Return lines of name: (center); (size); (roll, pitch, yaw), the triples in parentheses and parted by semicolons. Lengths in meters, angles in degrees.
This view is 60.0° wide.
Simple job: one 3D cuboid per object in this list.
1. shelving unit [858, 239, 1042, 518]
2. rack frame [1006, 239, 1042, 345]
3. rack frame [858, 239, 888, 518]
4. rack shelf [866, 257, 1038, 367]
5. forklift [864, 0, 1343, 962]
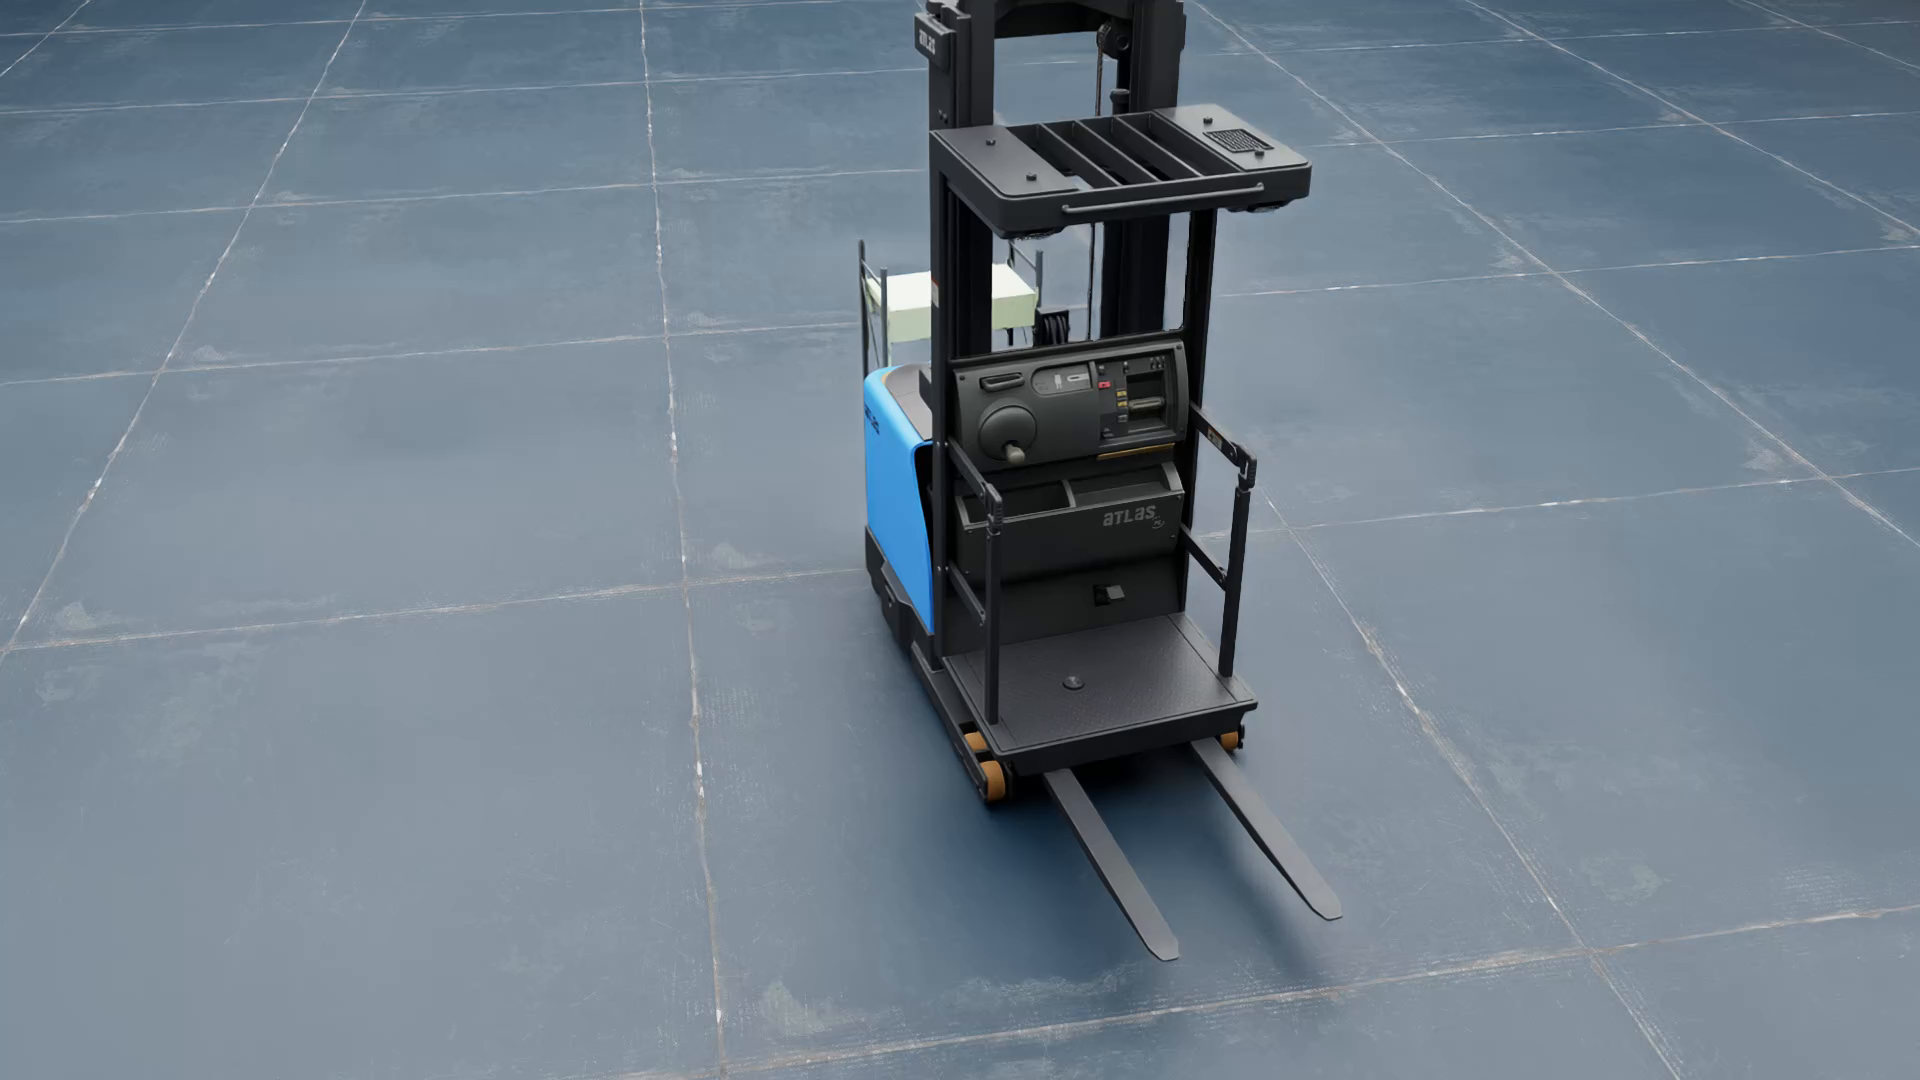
shelving unit: (-0.048, -0.700, 7.960); (0.755, 1.500, 0.431); (-10, 32, -16)
rack frame: (0.299, -0.758, 8.060); (0.023, 1.500, 0.400); (-10, 32, -16)
rack frame: (-0.395, -0.641, 7.860); (0.023, 1.500, 0.400); (-10, 32, -16)
rack shelf: (-0.048, -1.036, 7.762); (0.720, 0.370, 0.431); (-10, 32, -16)
forklift: (0.504, -0.469, 6.155); (1.130, 2.935, 3.031); (-10, 32, -16)
